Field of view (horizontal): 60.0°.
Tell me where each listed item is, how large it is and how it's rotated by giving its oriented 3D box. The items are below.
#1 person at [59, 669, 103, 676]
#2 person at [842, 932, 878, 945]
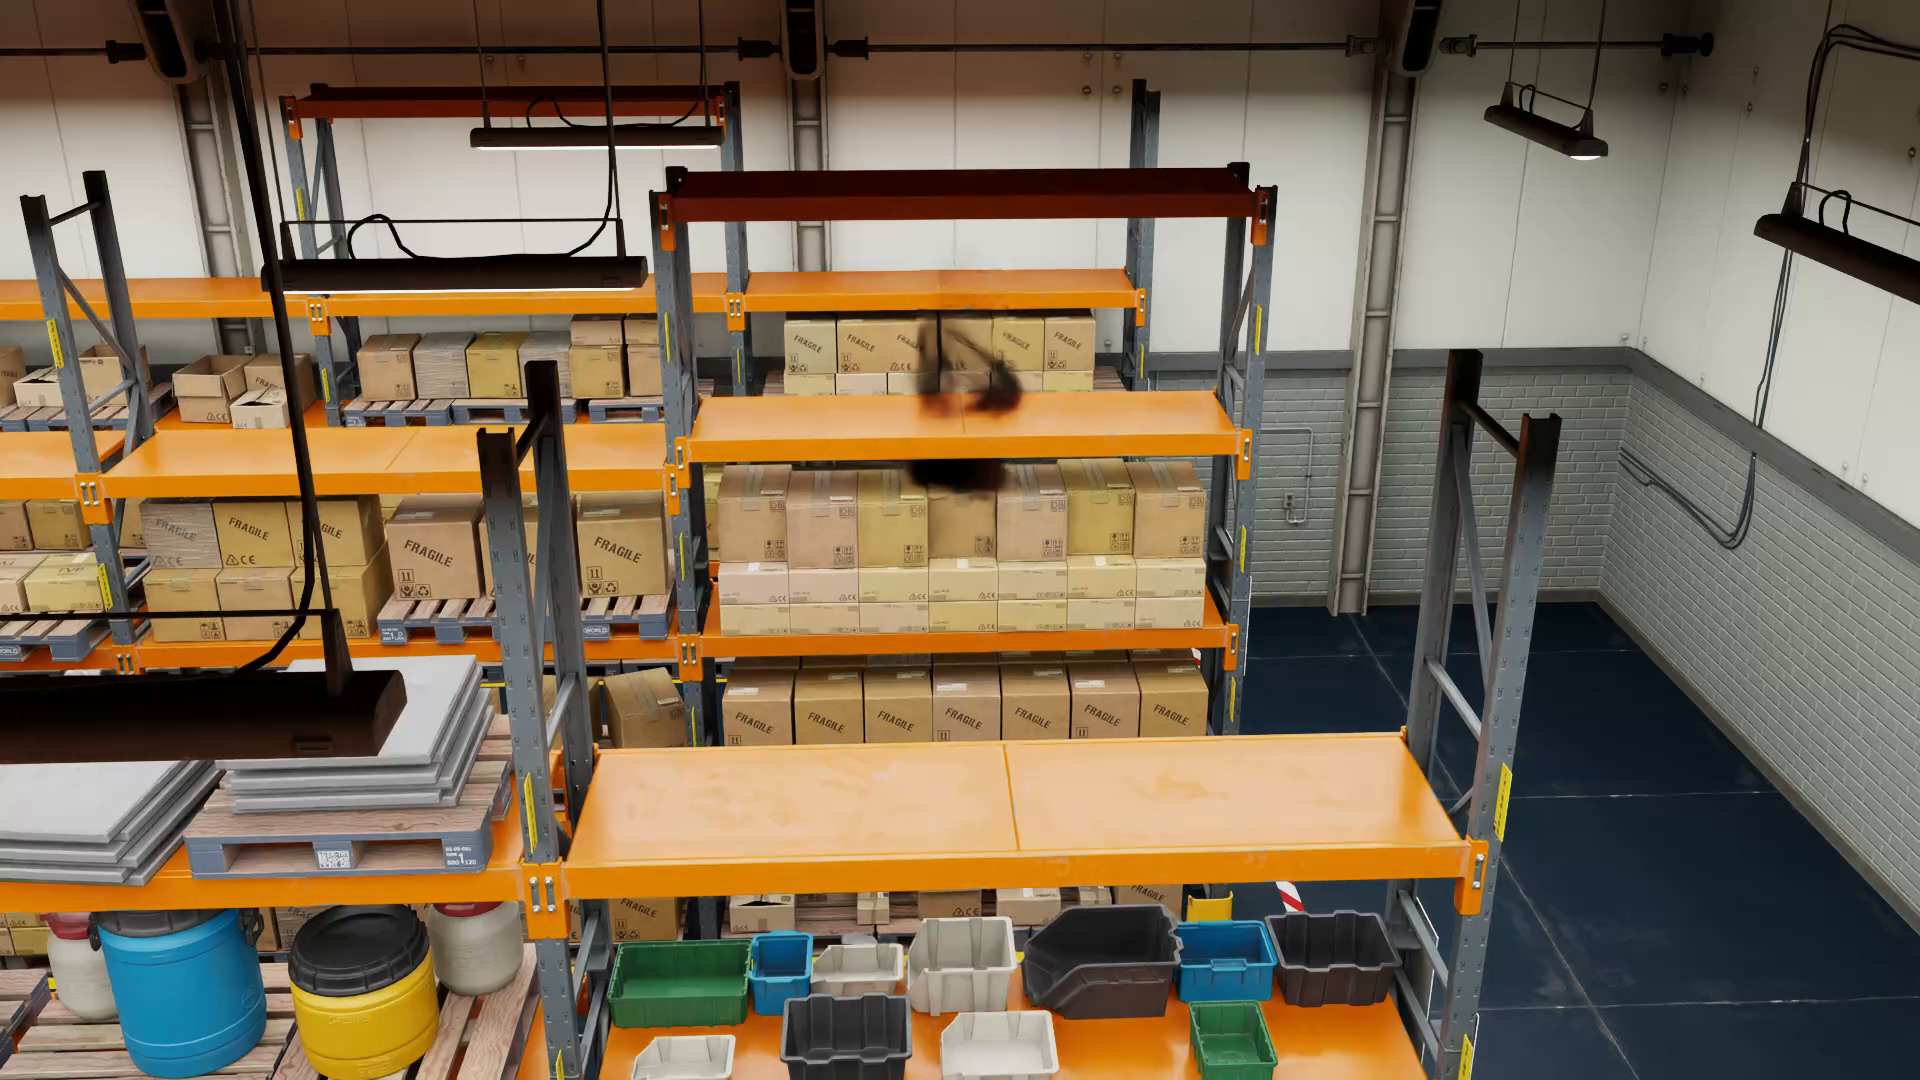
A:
[{"bbox_3d":[-7.611,1.642,14.789,1.126,1.770,0.681,-3,22,-8],"label":"person"},{"bbox_3d":[-0.316,3.292,10.984,0.962,1.629,0.647,-5,23,-12],"label":"person"}]
